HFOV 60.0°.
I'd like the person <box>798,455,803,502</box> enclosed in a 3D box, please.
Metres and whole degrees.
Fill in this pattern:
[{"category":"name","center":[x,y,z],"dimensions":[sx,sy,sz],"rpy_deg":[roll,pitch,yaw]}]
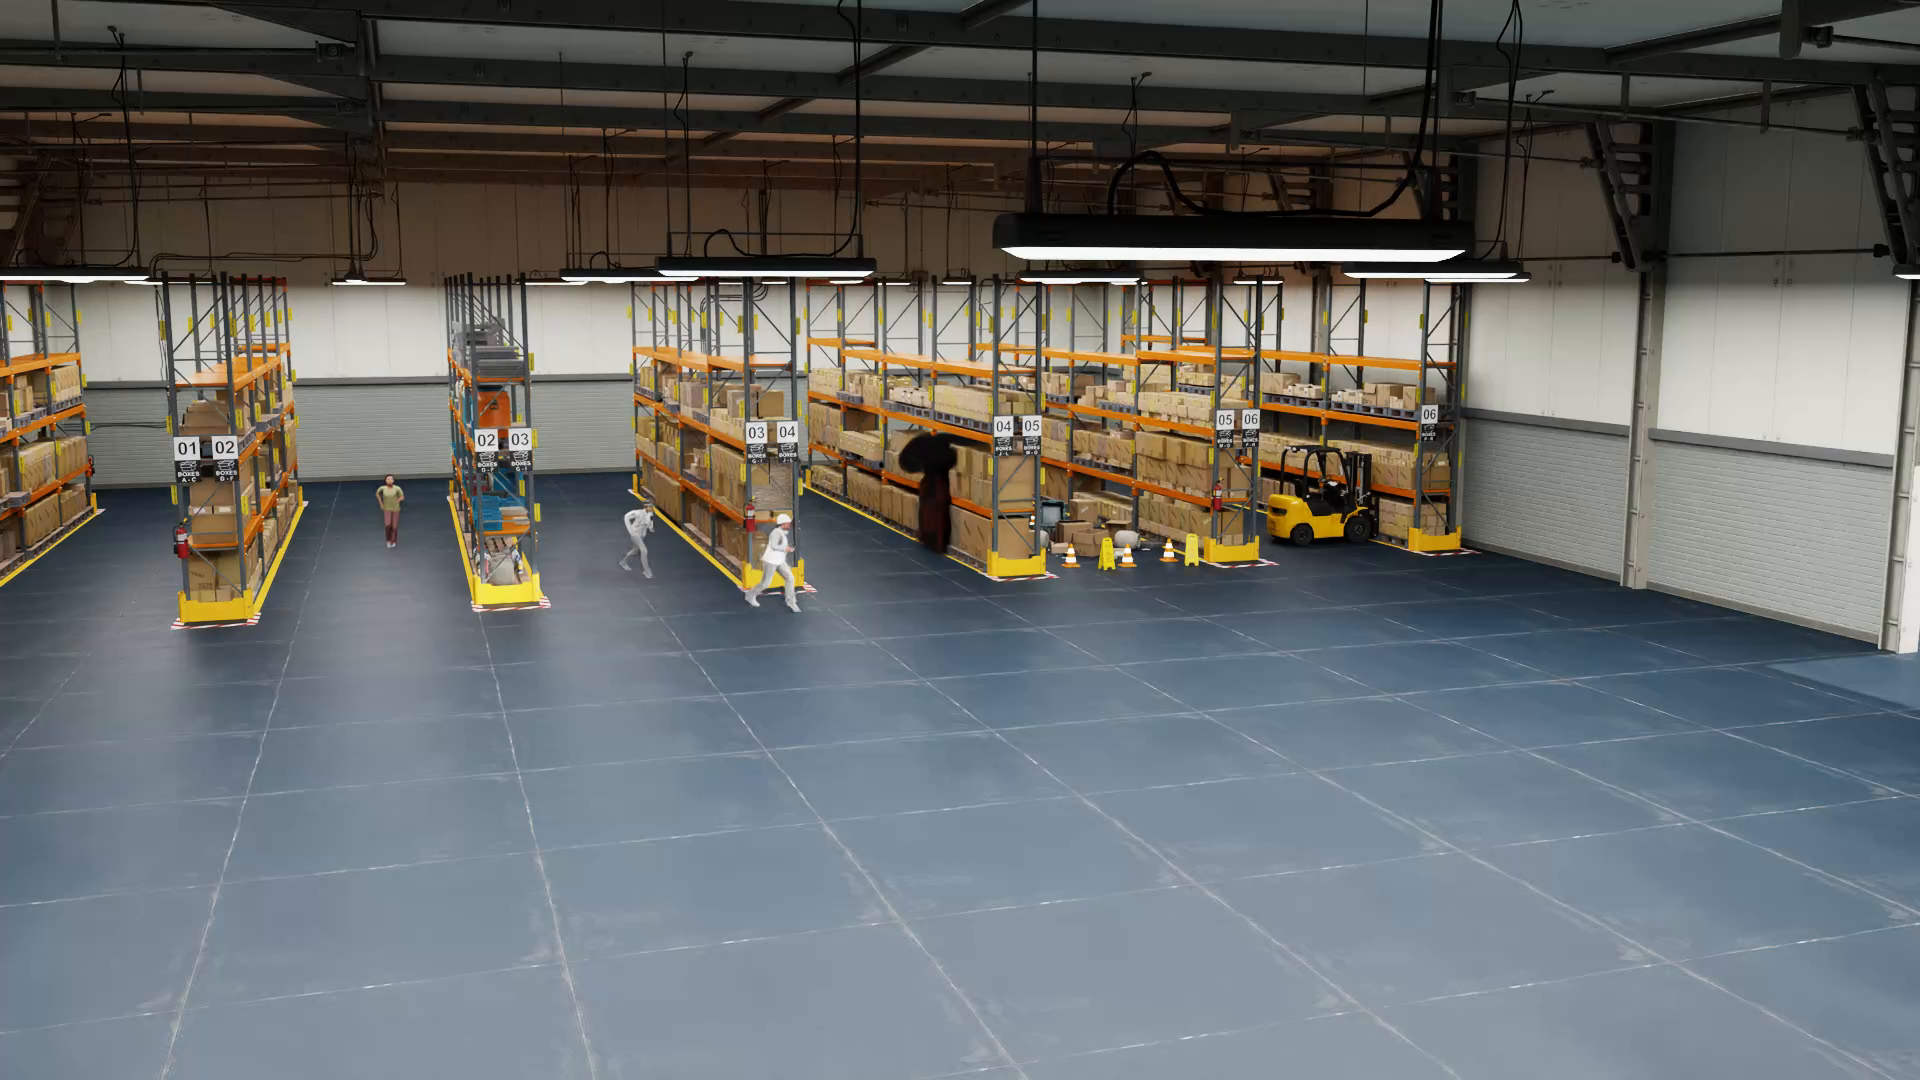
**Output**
[{"category":"person","center":[-4.438,-1.722,44.501],"dimensions":[0.538,1.480,0.841],"rpy_deg":[-4,9,-24]}]

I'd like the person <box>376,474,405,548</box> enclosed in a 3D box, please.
[{"category":"person","center":[-12.595,-0.637,36.804],"dimensions":[0.594,1.648,0.622],"rpy_deg":[-3,9,-18]}]

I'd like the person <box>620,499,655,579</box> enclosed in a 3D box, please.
[{"category":"person","center":[-6.470,-0.028,33.199],"dimensions":[0.959,1.627,0.662],"rpy_deg":[7,11,37]}]

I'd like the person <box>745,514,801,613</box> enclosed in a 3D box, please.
[{"category":"person","center":[-3.350,0.418,29.594],"dimensions":[1.037,1.783,0.642],"rpy_deg":[3,9,16]}]
